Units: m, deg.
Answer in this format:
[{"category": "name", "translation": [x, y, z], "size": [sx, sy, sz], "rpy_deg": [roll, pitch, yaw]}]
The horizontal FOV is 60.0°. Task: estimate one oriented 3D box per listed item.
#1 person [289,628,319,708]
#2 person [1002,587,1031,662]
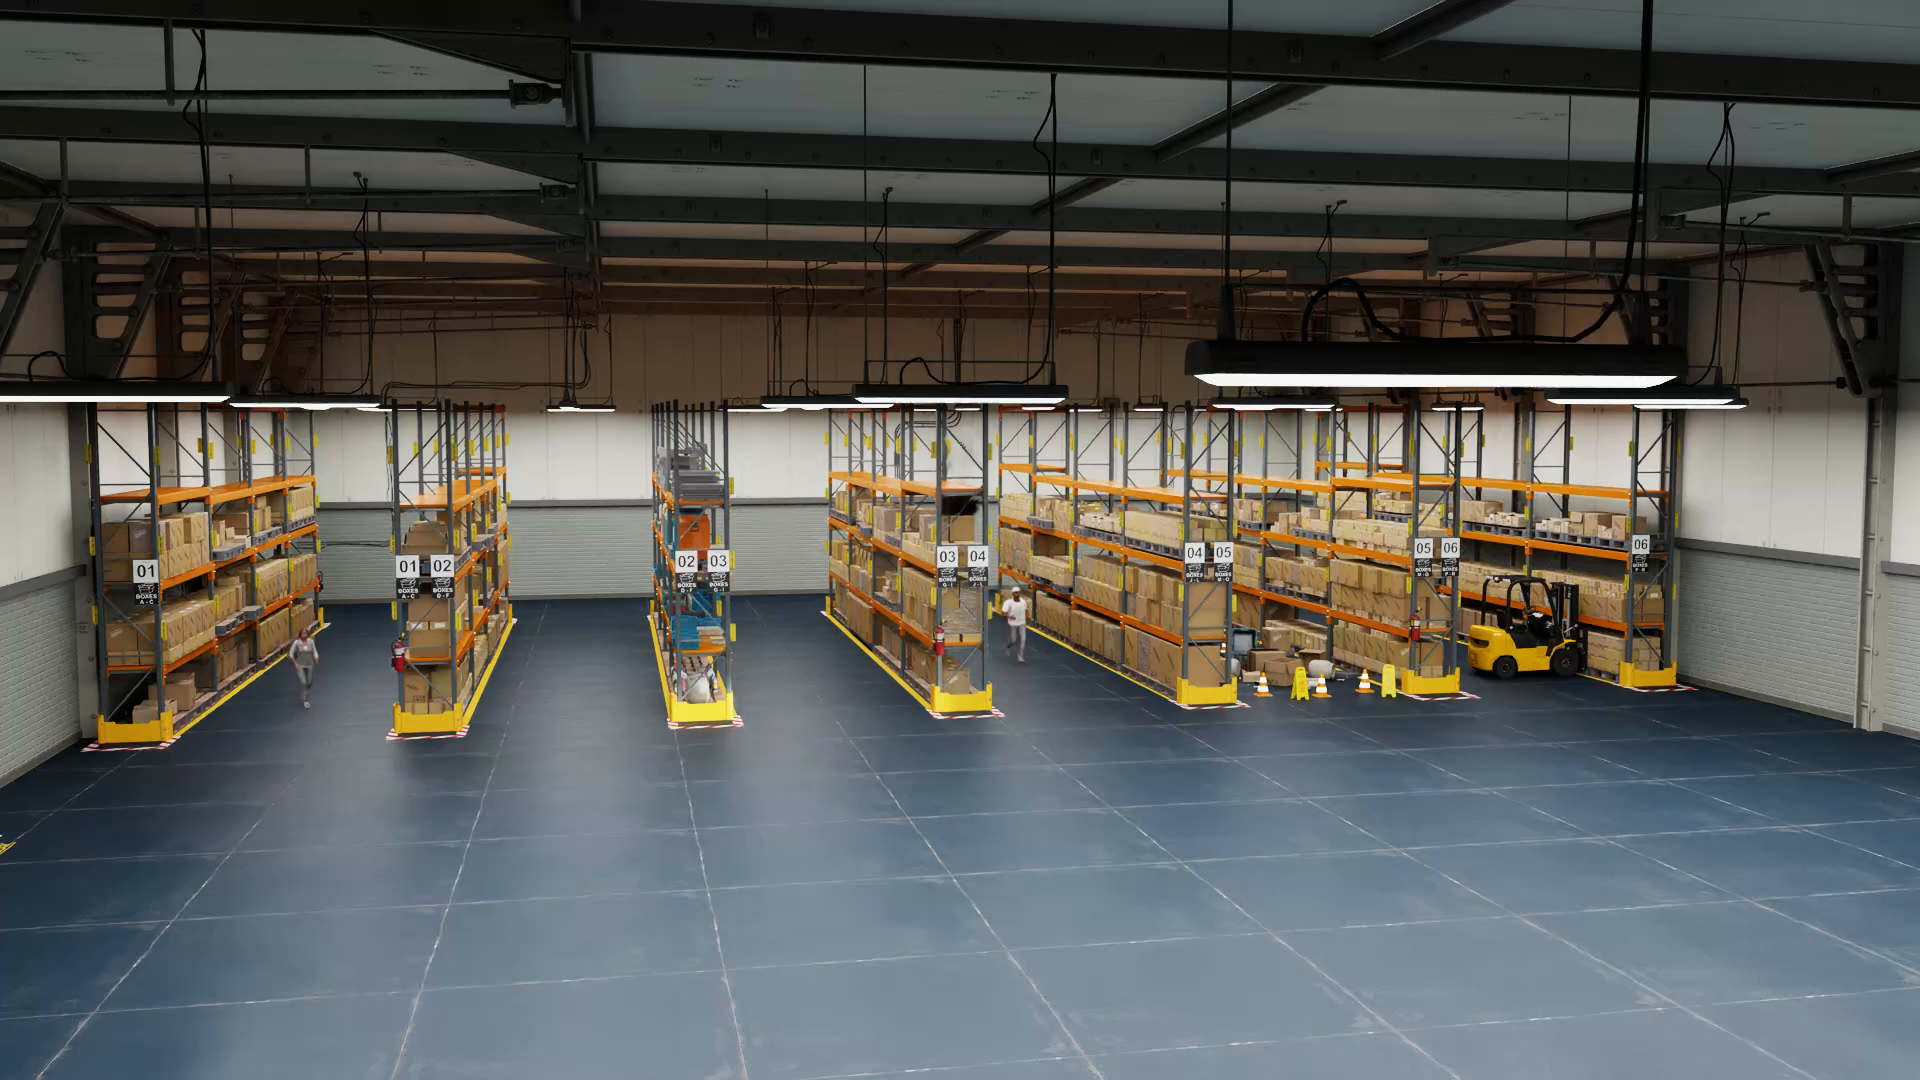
[{"category": "person", "translation": [-12.919, 2.493, 32.714], "size": [0.525, 1.562, 0.680], "rpy_deg": [-3, 5, -33]}, {"category": "person", "translation": [1.314, 1.951, 38.620], "size": [0.714, 1.733, 0.791], "rpy_deg": [-2, 5, -20]}]
